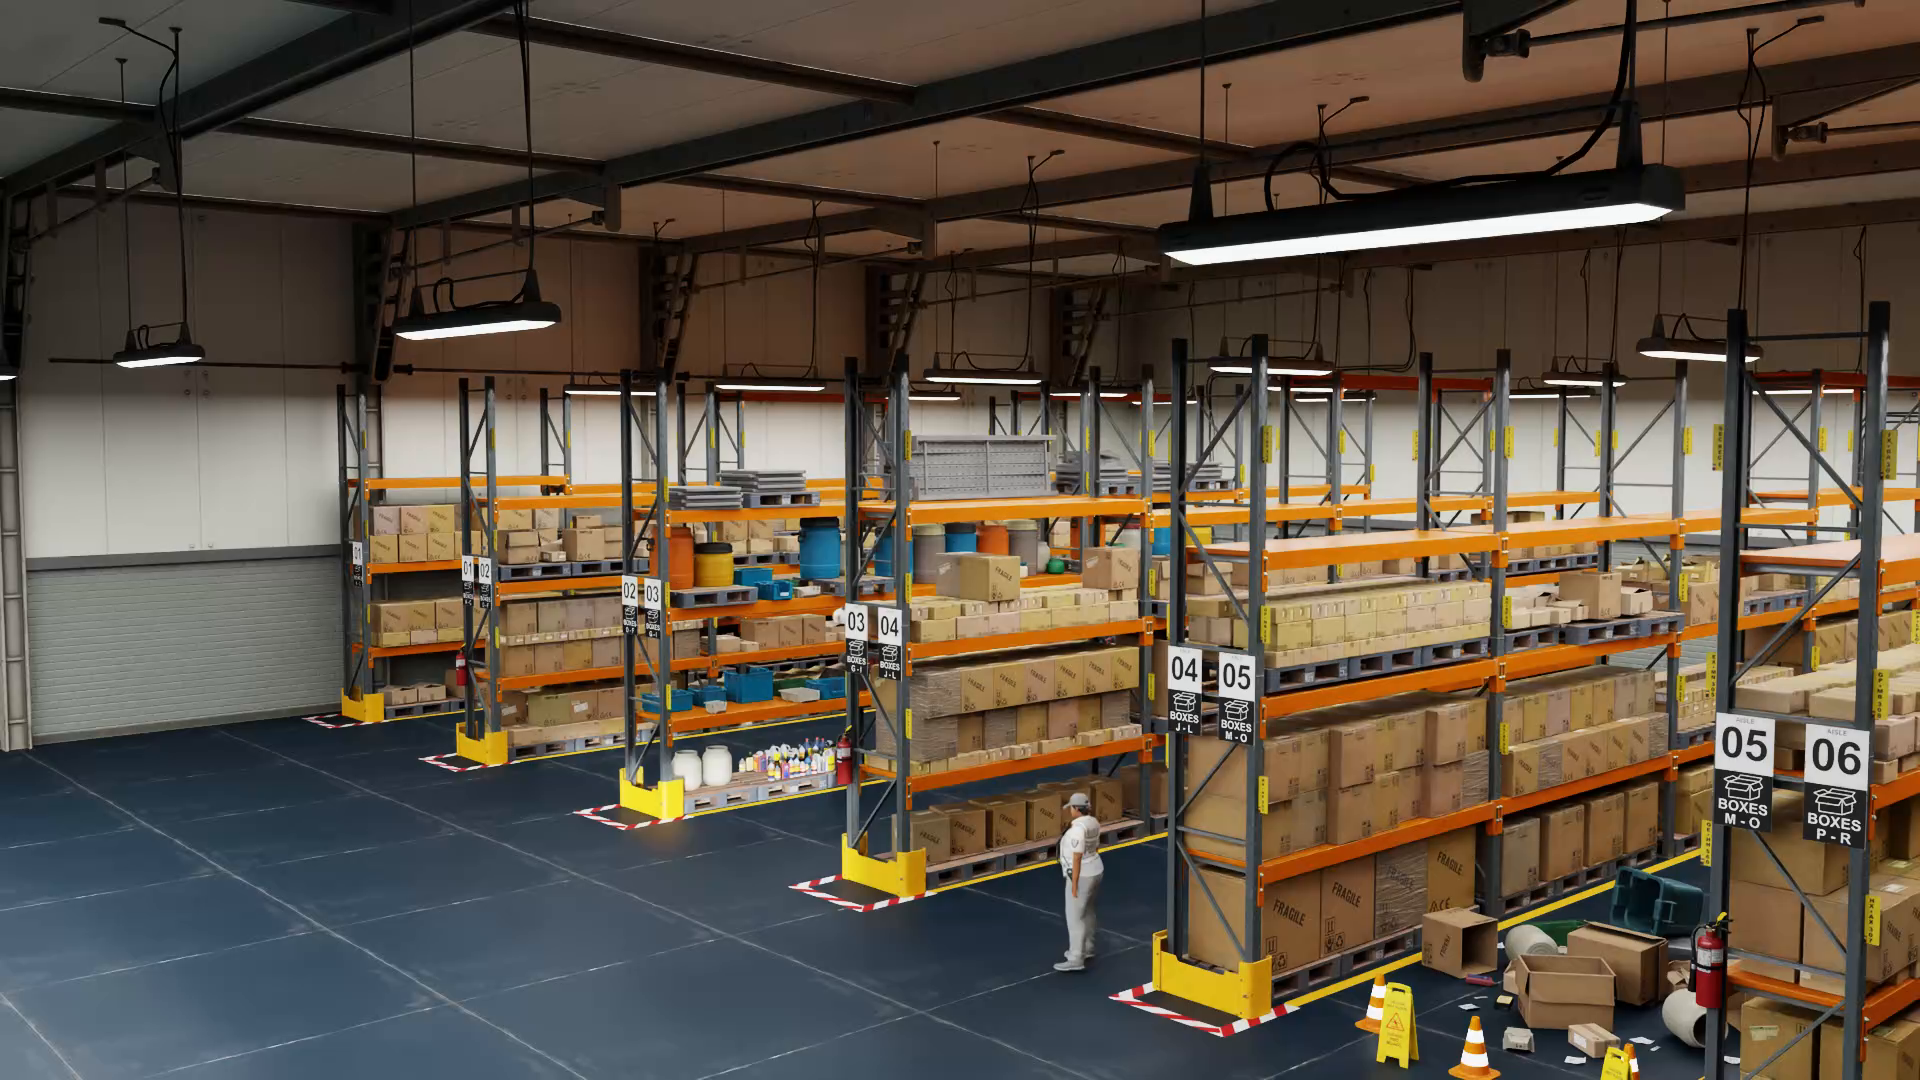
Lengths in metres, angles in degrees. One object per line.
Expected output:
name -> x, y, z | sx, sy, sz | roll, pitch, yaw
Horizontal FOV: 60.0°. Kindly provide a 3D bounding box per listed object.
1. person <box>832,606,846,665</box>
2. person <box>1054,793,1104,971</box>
person -> -2.334, 2.014, 34.712 | 0.653, 1.753, 0.502 | -1, 4, -14
person -> 1.160, 3.278, 16.069 | 0.412, 1.663, 0.592 | 2, 4, 24
